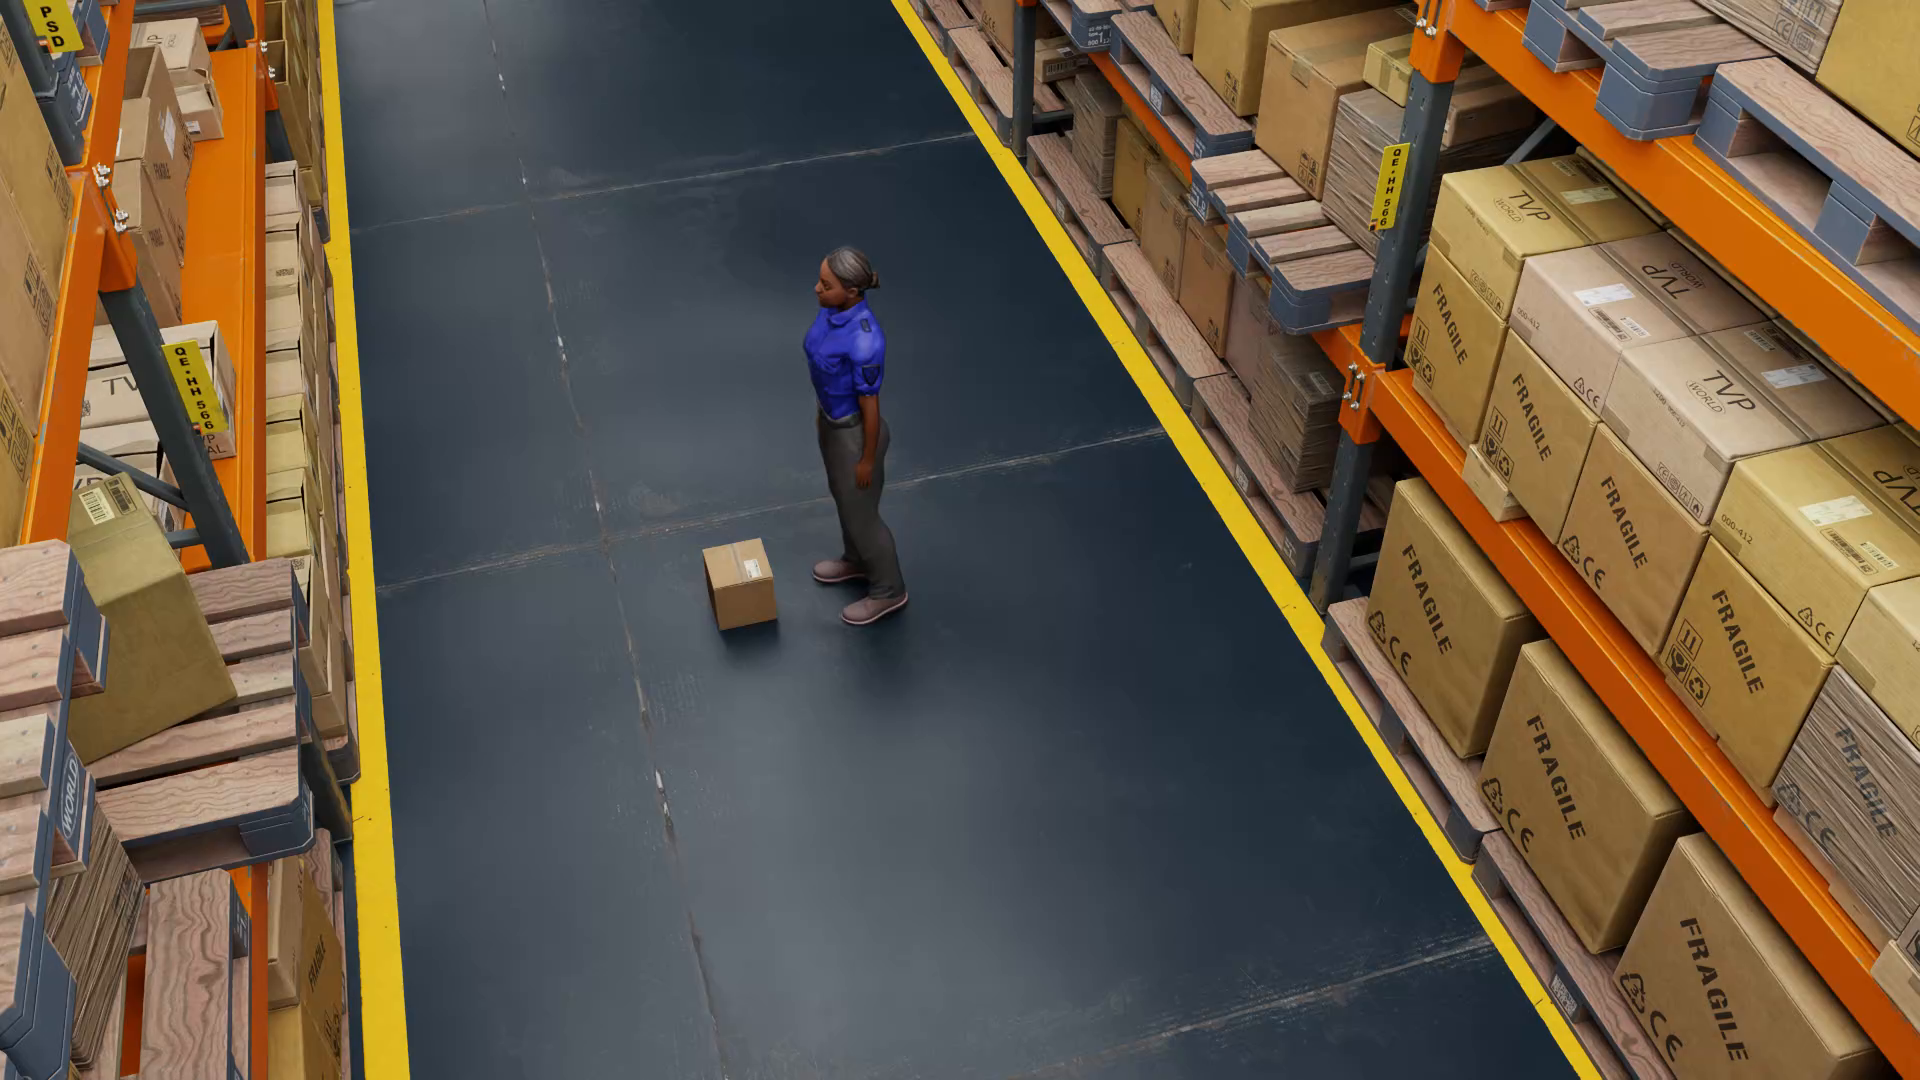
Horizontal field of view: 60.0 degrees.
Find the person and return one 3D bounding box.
[{"bbox_3d":[-0.444,-0.419,6.613,0.349,1.669,0.501,-12,44,-13],"label":"person"}]
